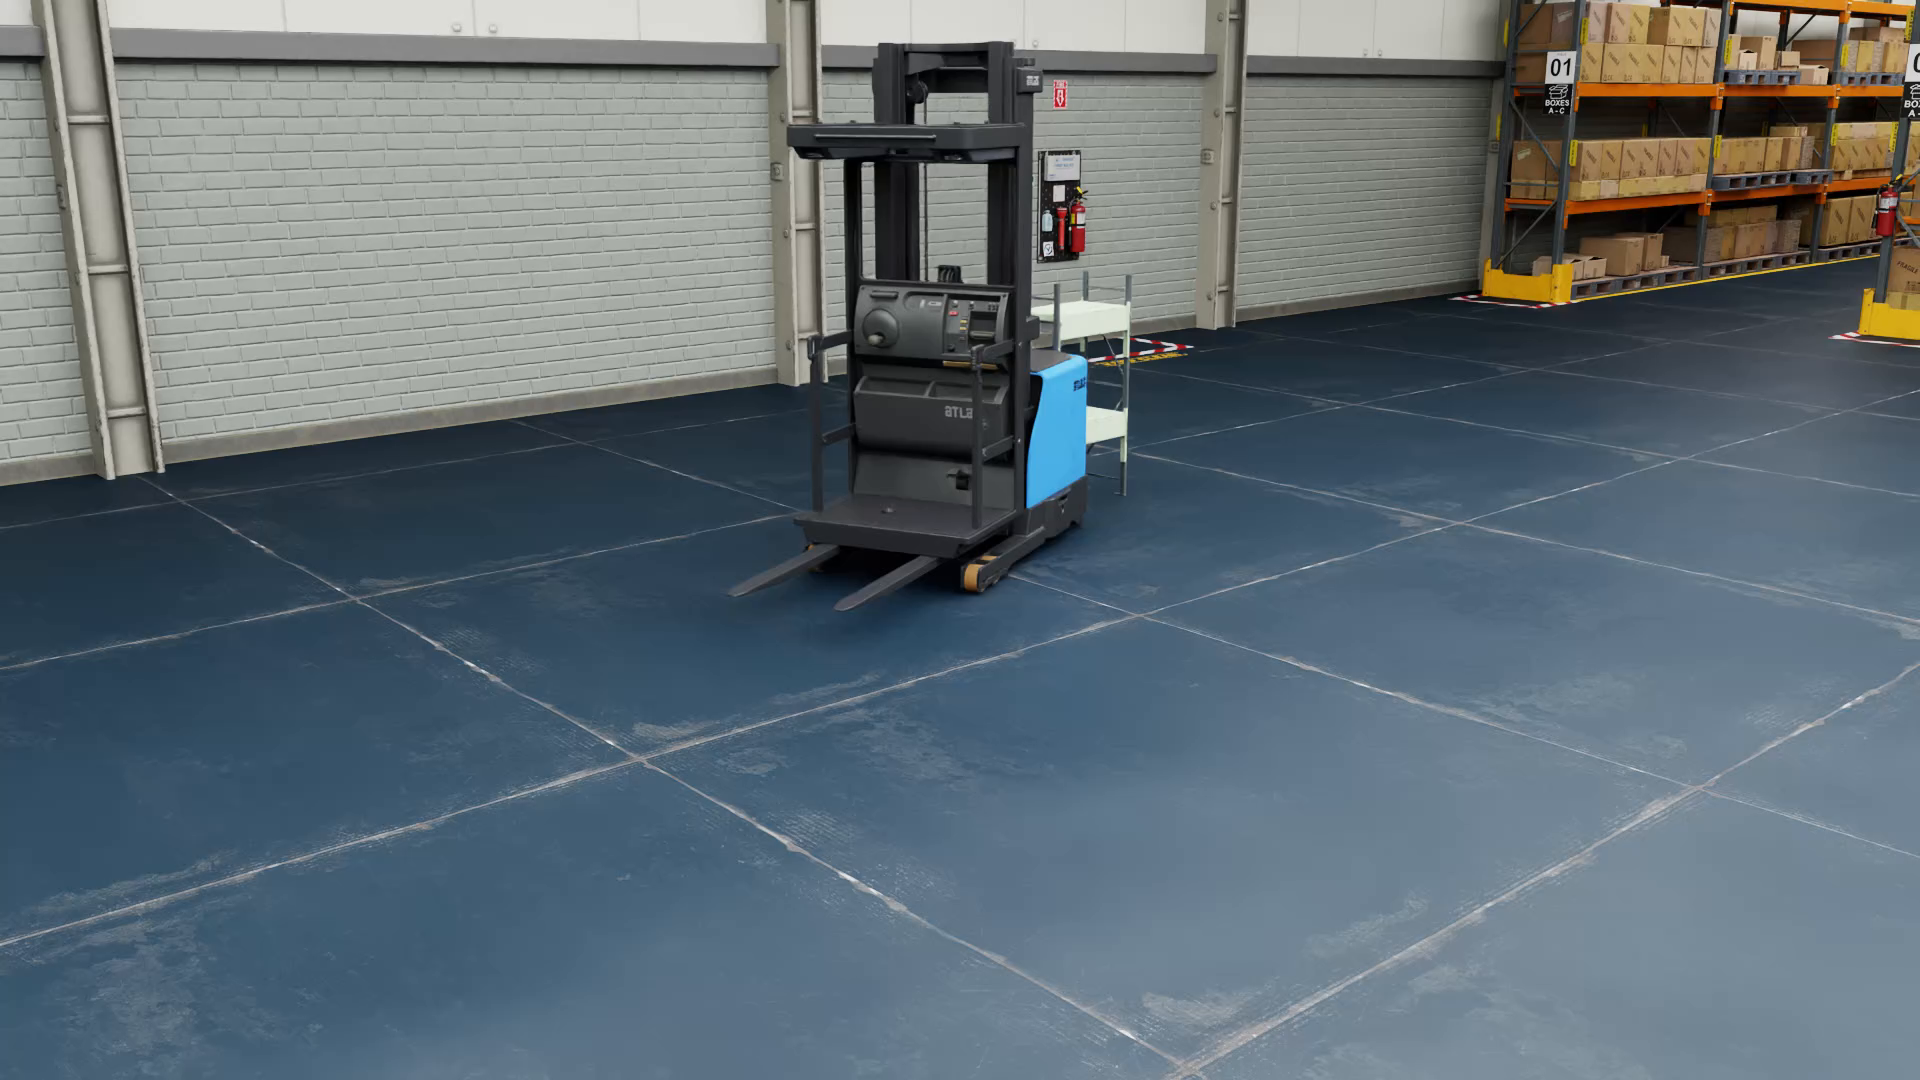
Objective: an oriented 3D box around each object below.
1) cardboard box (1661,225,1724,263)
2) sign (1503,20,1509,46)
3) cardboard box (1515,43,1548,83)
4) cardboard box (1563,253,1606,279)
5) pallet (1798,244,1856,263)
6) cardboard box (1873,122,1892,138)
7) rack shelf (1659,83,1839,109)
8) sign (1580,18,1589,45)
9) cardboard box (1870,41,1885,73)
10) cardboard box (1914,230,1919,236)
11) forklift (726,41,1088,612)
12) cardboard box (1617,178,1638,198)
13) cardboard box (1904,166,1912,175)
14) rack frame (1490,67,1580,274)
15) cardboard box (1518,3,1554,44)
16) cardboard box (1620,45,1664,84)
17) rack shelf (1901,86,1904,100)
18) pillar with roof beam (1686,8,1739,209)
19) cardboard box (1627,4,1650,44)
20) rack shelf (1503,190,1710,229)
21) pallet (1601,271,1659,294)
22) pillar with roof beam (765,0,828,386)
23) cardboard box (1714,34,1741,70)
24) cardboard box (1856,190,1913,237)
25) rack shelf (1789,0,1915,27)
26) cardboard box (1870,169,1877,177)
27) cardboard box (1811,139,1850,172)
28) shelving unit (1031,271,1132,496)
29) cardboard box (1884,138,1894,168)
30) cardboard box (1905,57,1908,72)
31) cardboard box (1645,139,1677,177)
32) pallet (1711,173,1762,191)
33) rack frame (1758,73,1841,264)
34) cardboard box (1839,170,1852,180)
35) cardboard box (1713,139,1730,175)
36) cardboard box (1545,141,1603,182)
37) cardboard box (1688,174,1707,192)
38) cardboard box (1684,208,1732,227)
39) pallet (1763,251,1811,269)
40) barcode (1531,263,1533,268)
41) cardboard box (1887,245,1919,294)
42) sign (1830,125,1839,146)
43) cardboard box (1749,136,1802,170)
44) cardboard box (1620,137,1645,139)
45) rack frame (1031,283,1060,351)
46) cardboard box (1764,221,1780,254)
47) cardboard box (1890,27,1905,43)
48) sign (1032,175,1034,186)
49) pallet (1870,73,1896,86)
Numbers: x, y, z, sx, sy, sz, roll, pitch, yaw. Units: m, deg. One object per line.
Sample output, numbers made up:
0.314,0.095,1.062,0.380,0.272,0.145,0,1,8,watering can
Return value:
11.147,-4.514,25.329,0.500,0.500,0.700,-12,19,-38,cardboard box
7.236,-6.692,21.964,0.005,0.325,0.100,-13,19,-39,sign
7.734,-6.331,22.094,0.500,0.500,0.500,-11,18,-35,cardboard box
8.596,-3.814,23.073,0.500,0.311,0.500,-11,18,-35,cardboard box
14.265,-4.831,27.926,1.213,0.211,1.003,-13,19,-39,pallet
15.677,-7.001,28.384,0.500,0.250,0.500,-12,19,-38,cardboard box
12.112,-6.822,25.559,4.000,0.370,1.077,-13,19,-39,rack shelf
7.942,-6.470,21.153,0.005,0.325,0.100,-13,19,-39,sign
15.104,-8.140,28.052,0.500,0.500,0.700,-13,20,-39,cardboard box
17.269,-5.839,30.326,0.500,0.500,0.700,-12,19,-39,cardboard box
-0.252,-1.247,9.239,1.130,2.935,3.031,7,16,23,forklift
8.932,-4.838,22.801,0.500,0.250,0.500,-13,20,-40,cardboard box
16.394,-6.465,29.090,0.250,0.149,0.380,-12,19,-38,cardboard box
7.585,-4.704,22.048,0.127,3.000,1.000,-13,19,-39,rack frame
7.739,-6.818,21.980,0.500,0.500,0.500,-12,19,-37,cardboard box
9.210,-6.487,22.677,0.500,0.500,0.500,-11,19,-36,cardboard box
12.349,-5.181,19.414,4.000,0.370,1.077,-13,19,-39,rack shelf
14.898,-8.068,23.016,0.400,9.000,9.100,-13,19,-39,pillar with roof beam
8.826,-6.876,22.198,0.500,0.500,0.500,-12,19,-38,cardboard box
9.094,-4.695,23.409,4.000,0.370,1.077,-13,19,-39,rack shelf
9.199,-3.706,23.715,1.213,0.211,1.003,-13,19,-39,pallet
1.319,-5.018,11.600,0.400,9.000,9.100,-13,19,-39,pillar with roof beam
11.068,-7.159,24.419,0.500,0.500,0.500,-9,18,-32,cardboard box
16.233,-5.766,29.375,0.750,0.750,0.750,-12,19,-39,cardboard box
15.129,-8.756,27.760,4.000,0.370,1.077,-13,19,-39,rack shelf
15.374,-6.263,28.334,0.250,0.149,0.380,-12,19,-38,cardboard box
14.155,-6.293,27.189,0.500,0.500,0.500,-12,19,-38,cardboard box
0.733,-0.994,11.065,0.431,1.500,0.755,14,20,42,shelving unit
15.692,-6.639,28.485,0.500,0.500,0.500,-13,19,-39,cardboard box
17.000,-8.526,29.828,0.500,0.250,0.500,-12,19,-39,cardboard box
9.689,-5.372,23.347,0.500,0.500,0.500,-13,20,-41,cardboard box
11.275,-5.390,24.988,1.213,0.211,1.003,-13,19,-39,pallet
13.620,-6.059,27.121,0.127,3.000,1.000,-13,19,-39,rack frame
14.473,-6.028,27.452,0.250,0.149,0.380,-12,19,-38,cardboard box
11.009,-5.722,24.813,0.500,0.500,0.700,-13,19,-39,cardboard box
8.143,-5.026,22.052,0.500,0.500,0.500,-13,19,-39,cardboard box
10.444,-5.180,24.080,0.500,0.250,0.500,-13,19,-39,cardboard box
11.477,-4.952,25.514,0.500,0.250,0.500,-13,20,-41,cardboard box
13.030,-4.580,26.987,1.213,0.211,1.003,-13,19,-39,pallet
7.917,-3.803,23.013,0.075,0.075,0.001,-13,19,-39,barcode
11.049,-3.126,19.201,0.500,0.500,0.500,-13,19,-39,cardboard box
13.984,-6.476,26.593,0.005,0.325,0.100,-13,19,-39,sign
12.869,-6.139,26.372,0.700,0.500,0.500,14,20,42,cardboard box
9.718,-5.555,24.033,0.500,0.500,0.500,-13,20,-40,cardboard box
0.481,-0.926,10.809,0.400,1.500,0.023,14,20,42,rack frame
12.647,-4.867,26.651,0.500,0.500,0.700,-13,20,-39,cardboard box
15.888,-8.686,28.642,0.500,0.250,0.500,-11,18,-35,cardboard box
0.654,-3.762,17.425,0.331,0.109,0.001,-13,19,-39,sign
14.913,-7.727,27.917,1.213,0.211,1.003,-12,19,-37,pallet
